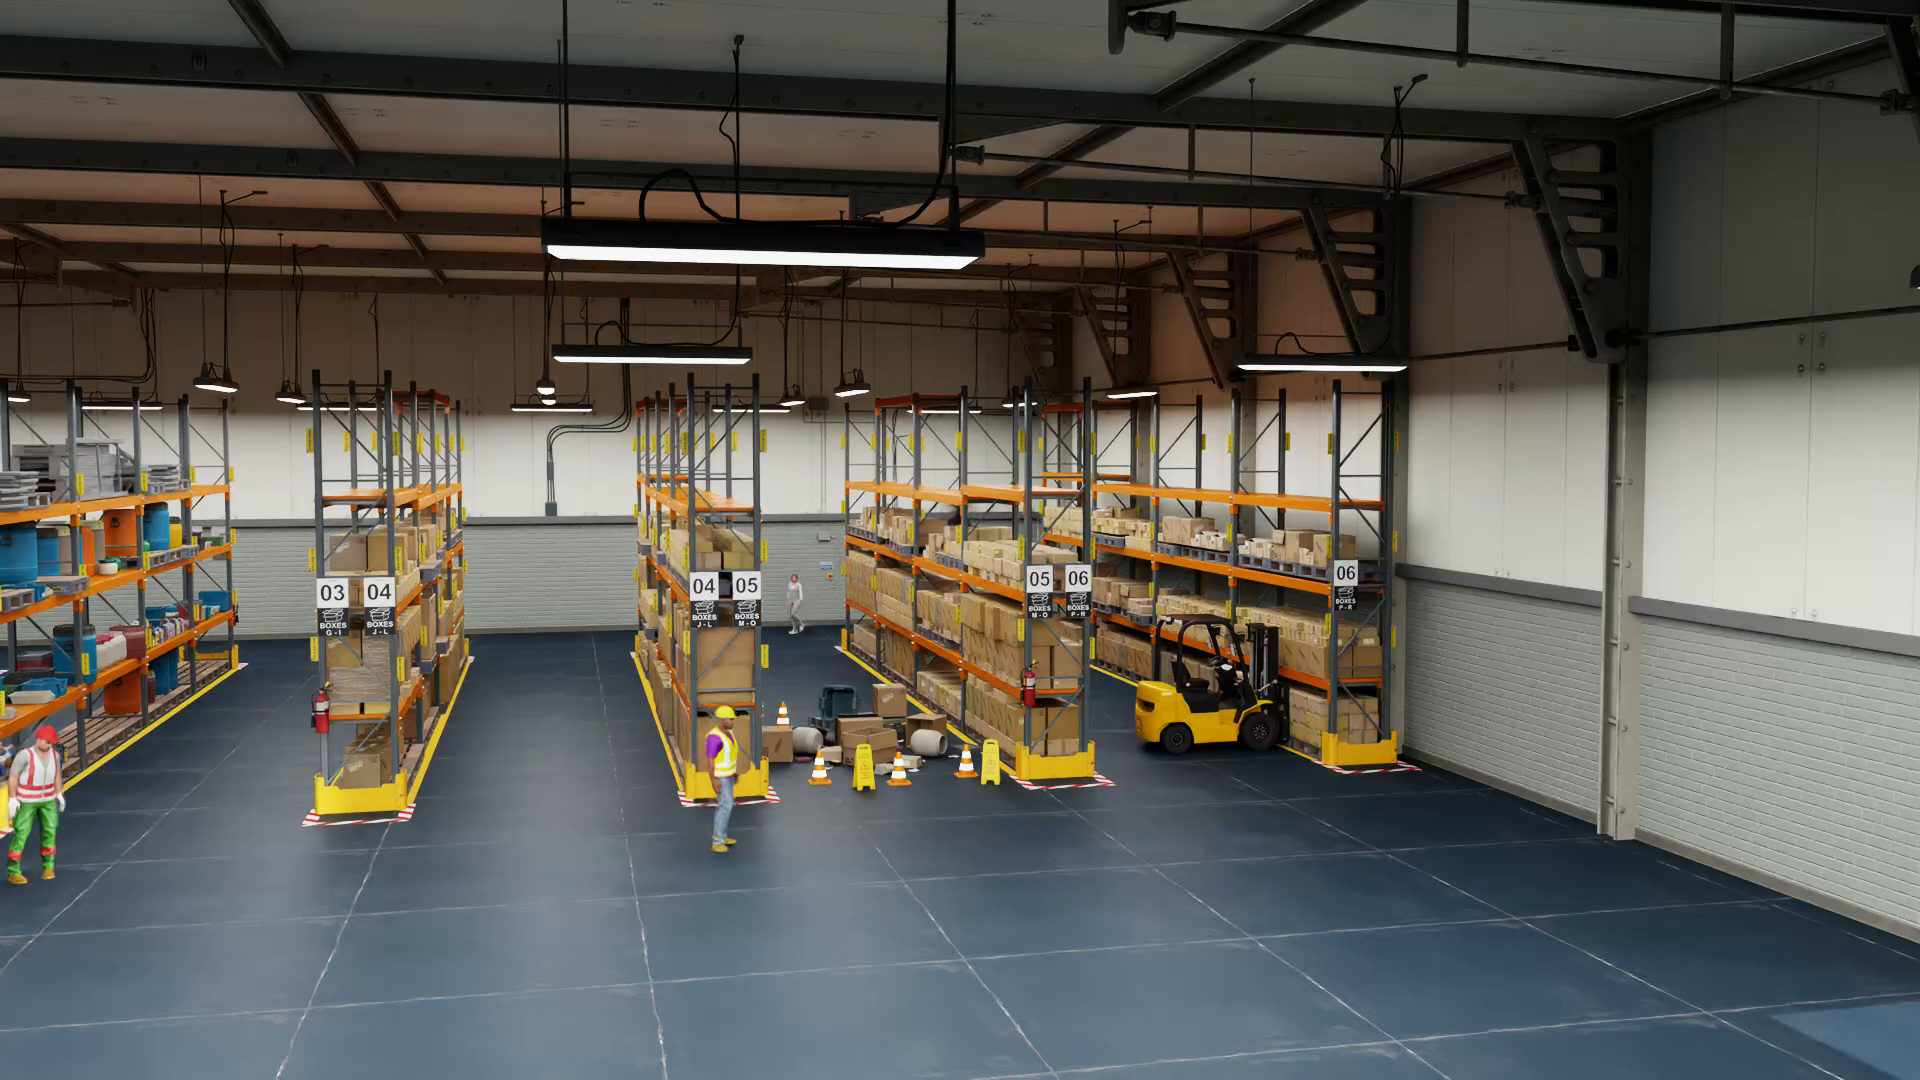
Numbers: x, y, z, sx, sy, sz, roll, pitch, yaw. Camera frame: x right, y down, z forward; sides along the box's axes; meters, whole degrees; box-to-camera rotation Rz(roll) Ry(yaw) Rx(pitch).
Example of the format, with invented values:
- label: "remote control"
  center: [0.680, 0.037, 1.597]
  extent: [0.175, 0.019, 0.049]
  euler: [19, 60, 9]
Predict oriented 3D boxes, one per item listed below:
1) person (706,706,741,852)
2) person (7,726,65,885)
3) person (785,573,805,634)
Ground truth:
- label: "person"
  center: [-2.927, 2.962, 20.671]
  extent: [0.399, 1.823, 0.616]
  euler: [1, 3, 12]
- label: "person"
  center: [-10.576, 3.018, 19.085]
  extent: [0.462, 1.778, 0.627]
  euler: [2, 4, 31]
- label: "person"
  center: [-4.342, 1.683, 43.721]
  extent: [0.443, 1.558, 0.393]
  euler: [-3, 5, -44]
